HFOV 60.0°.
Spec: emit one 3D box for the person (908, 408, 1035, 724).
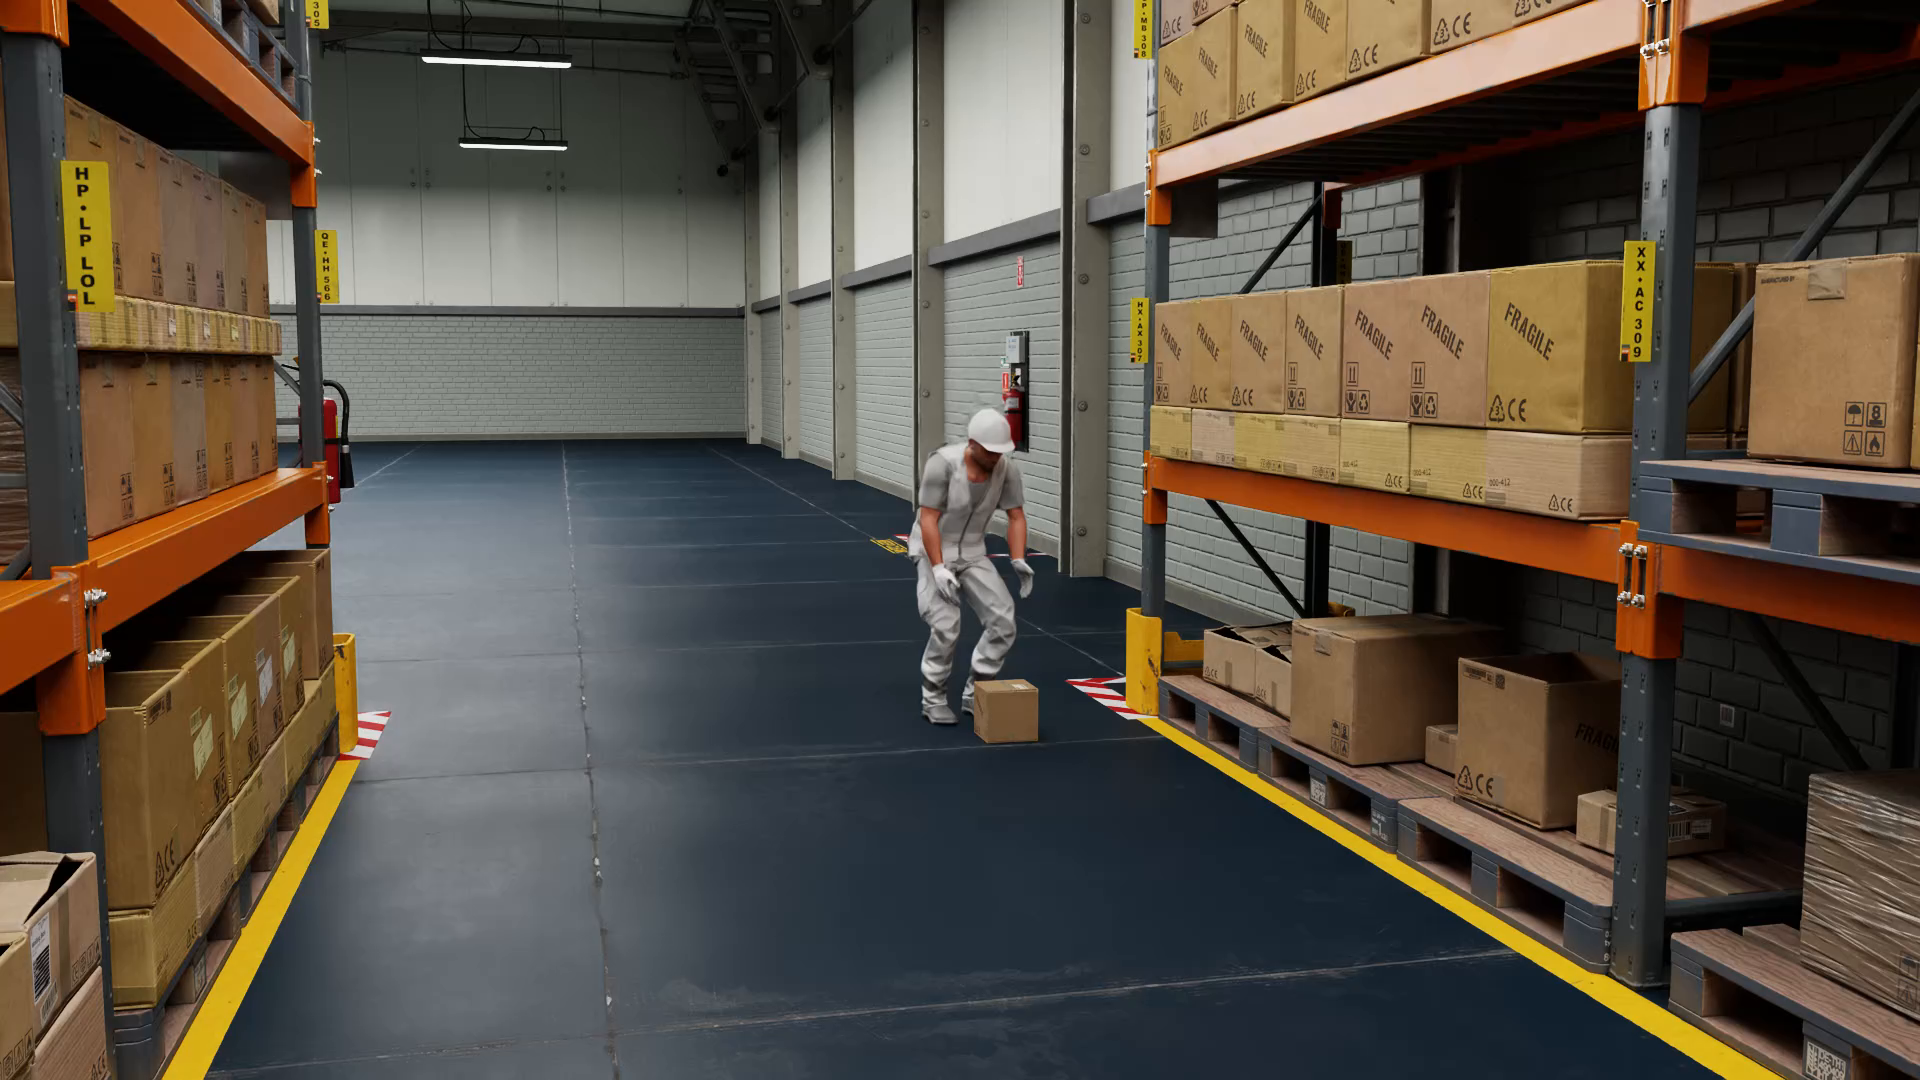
[{"bbox_3d":[0.052,0.123,8.235,0.577,1.555,0.669,-3,7,-26],"label":"person"}]
